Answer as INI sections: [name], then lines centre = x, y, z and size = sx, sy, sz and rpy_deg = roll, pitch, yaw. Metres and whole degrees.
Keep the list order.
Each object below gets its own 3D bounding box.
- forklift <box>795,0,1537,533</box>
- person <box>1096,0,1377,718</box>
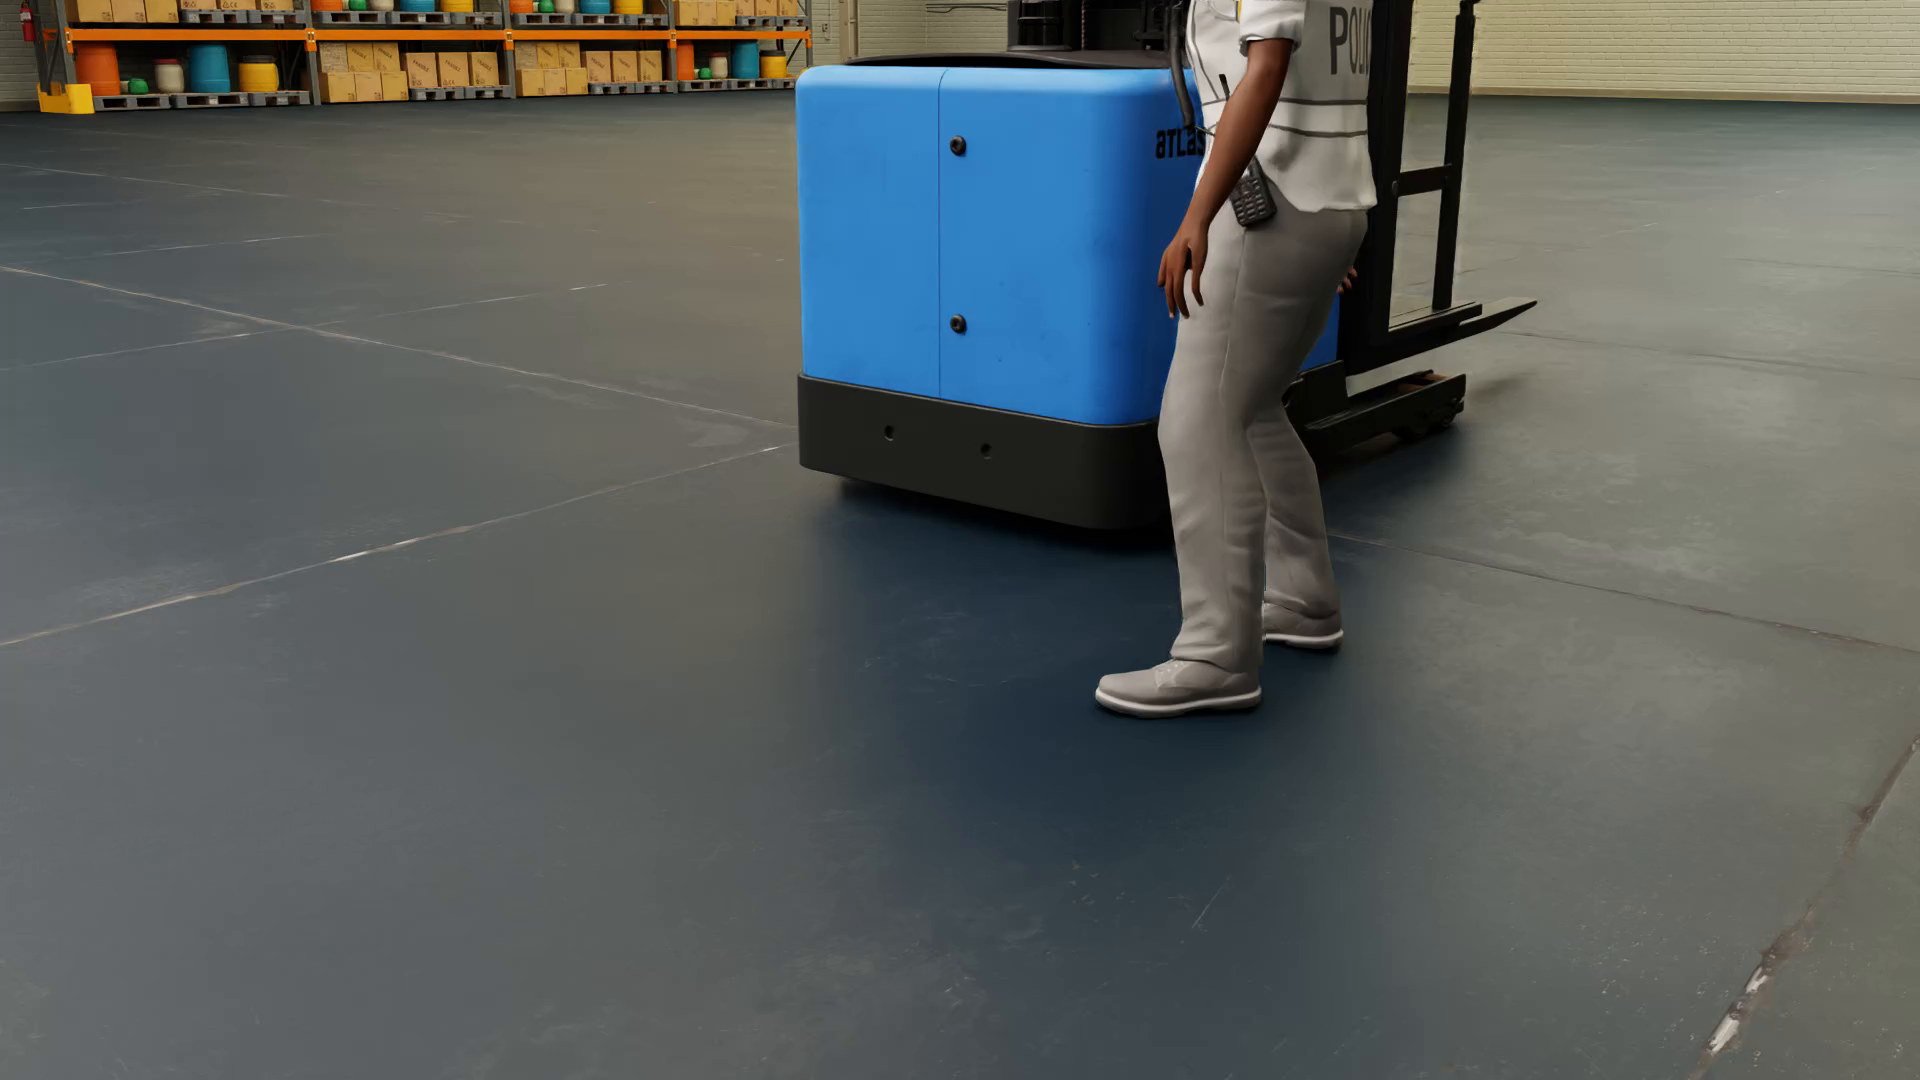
[forklift]
centre = 0.893, -1.781, 4.764
size = 1.130, 2.935, 3.031
rpy_deg = 13, 21, 37
[person]
centre = 0.536, -0.555, 2.968
size = 0.379, 1.635, 0.741
rpy_deg = 7, 18, 22
